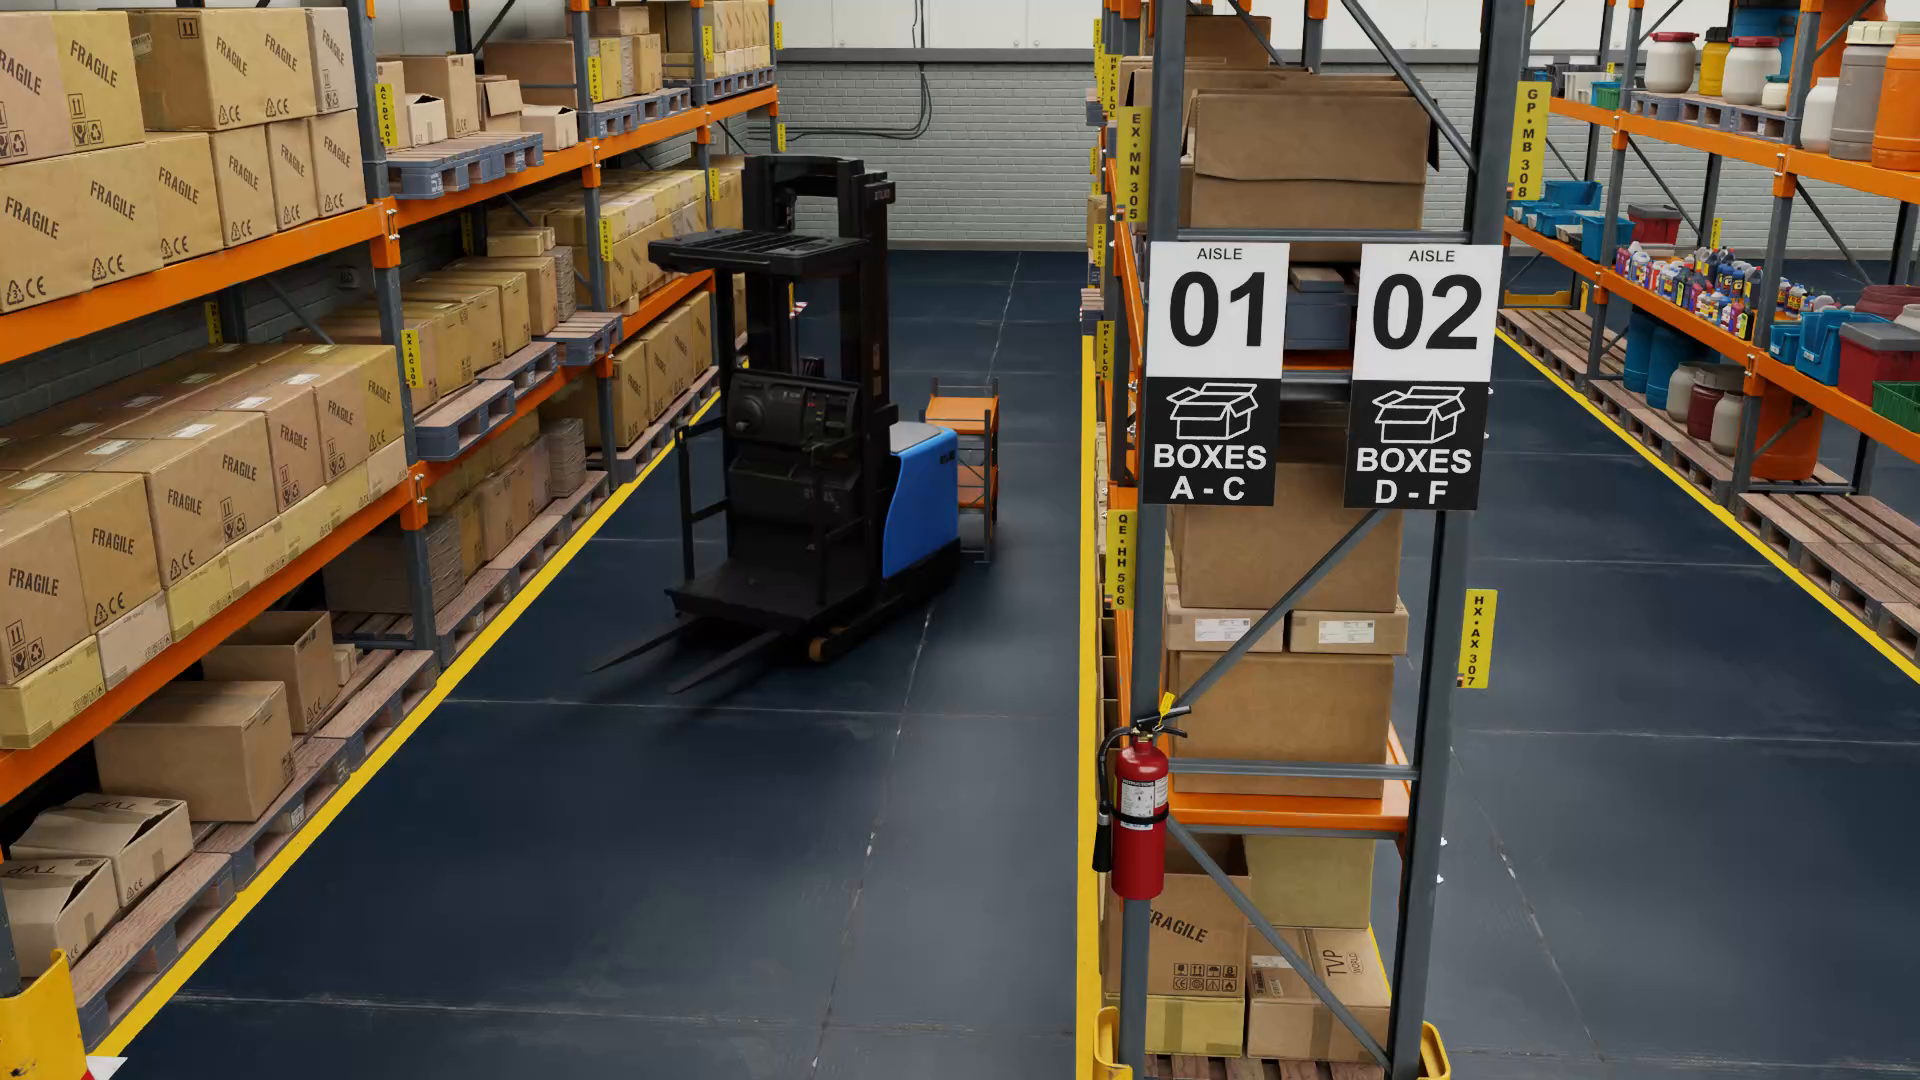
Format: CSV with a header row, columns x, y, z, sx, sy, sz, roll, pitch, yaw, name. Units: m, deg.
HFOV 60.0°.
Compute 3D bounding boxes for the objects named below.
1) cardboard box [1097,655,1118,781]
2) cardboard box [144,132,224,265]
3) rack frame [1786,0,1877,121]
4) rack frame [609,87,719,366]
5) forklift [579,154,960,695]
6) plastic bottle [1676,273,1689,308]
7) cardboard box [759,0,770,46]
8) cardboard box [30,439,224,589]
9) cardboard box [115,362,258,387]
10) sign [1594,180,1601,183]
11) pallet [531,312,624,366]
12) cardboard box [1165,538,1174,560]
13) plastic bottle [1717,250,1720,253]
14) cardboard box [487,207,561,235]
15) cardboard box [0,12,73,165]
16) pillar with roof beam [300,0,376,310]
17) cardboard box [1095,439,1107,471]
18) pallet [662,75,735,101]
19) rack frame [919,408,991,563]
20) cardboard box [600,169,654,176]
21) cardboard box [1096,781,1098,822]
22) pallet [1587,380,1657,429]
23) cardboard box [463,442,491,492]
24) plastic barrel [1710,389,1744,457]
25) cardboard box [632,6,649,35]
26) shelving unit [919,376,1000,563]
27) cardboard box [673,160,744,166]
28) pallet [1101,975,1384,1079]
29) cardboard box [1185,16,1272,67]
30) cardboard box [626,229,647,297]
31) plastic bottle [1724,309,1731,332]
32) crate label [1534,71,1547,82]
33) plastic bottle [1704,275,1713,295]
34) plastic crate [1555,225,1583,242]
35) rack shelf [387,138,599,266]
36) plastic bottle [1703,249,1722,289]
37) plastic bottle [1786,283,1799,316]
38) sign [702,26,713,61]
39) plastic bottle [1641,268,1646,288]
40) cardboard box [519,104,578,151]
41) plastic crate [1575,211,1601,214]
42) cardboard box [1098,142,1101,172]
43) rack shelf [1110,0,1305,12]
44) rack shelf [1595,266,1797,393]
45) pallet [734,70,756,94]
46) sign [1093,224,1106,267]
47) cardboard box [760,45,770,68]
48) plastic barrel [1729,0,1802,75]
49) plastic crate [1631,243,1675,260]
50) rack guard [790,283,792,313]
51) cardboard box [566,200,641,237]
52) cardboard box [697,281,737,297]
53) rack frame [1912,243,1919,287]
x,y,z,sx,sy,sz,roll,pitch,yaw,name
0.880,0.853,7.538,0.500,0.500,0.500,1,18,4,cardboard box
-3.499,-1.442,6.998,0.500,0.500,0.500,2,18,7,cardboard box
6.558,-4.482,11.649,1.000,3.000,0.127,1,18,4,rack frame
-3.037,-3.094,17.049,1.000,3.000,0.127,1,18,4,rack frame
-1.147,-0.800,10.157,1.130,2.935,3.031,10,20,27,forklift
6.266,-2.164,14.399,0.061,0.283,0.133,1,18,4,plastic bottle
-2.530,-6.061,19.487,0.500,0.500,0.500,1,18,4,cardboard box
-3.474,-0.117,6.968,0.500,0.500,0.500,1,18,2,cardboard box
-3.893,-0.602,8.449,0.500,0.500,0.500,1,18,4,cardboard box
7.681,-4.186,20.118,0.100,0.325,0.005,1,18,4,sign
-3.268,-1.537,12.605,1.213,0.211,1.003,1,18,4,pallet
0.917,0.103,6.090,0.380,0.149,0.250,1,18,3,cardboard box
7.168,-2.615,15.774,0.061,0.283,0.133,1,18,4,plastic bottle
-3.550,-2.553,13.524,0.500,0.250,0.500,2,18,5,cardboard box
-3.541,-1.594,5.854,0.500,0.500,0.500,1,18,3,cardboard box
0.014,-4.222,10.857,9.100,9.000,0.400,1,18,4,pillar with roof beam
1.258,-0.583,12.224,0.500,0.311,0.500,1,18,3,cardboard box
-2.968,-4.731,17.371,1.003,0.211,1.213,1,18,4,pallet
-0.036,-0.379,11.772,0.500,1.125,0.032,1,18,4,rack frame
-3.330,-3.512,16.449,0.500,0.250,0.500,2,18,6,cardboard box
0.883,1.210,7.655,0.500,0.250,0.500,1,18,4,cardboard box
6.748,-1.309,16.080,1.003,0.211,1.213,1,18,4,pallet
-3.512,-0.515,11.280,0.500,0.250,0.500,1,18,2,cardboard box
6.527,-0.978,13.911,0.421,0.512,0.421,0,18,0,plastic barrel
-3.231,-4.862,15.556,0.500,0.250,0.500,3,18,8,cardboard box
0.000,-0.537,12.254,0.538,1.125,1.048,1,18,4,shelving unit
-2.818,-4.094,19.619,0.980,0.700,0.700,1,18,3,cardboard box
1.057,1.829,6.503,1.003,0.211,1.213,1,18,4,pallet
1.414,-2.601,9.089,0.500,0.500,0.500,2,18,5,cardboard box
-2.987,-2.358,14.132,0.500,0.500,0.500,2,18,6,cardboard box
6.204,-1.779,13.353,0.097,0.201,0.097,0,18,0,plastic bottle
6.743,-5.191,18.869,0.408,0.251,0.502,1,18,4,crate label
6.400,-2.120,14.262,0.061,0.283,0.133,1,18,4,plastic bottle
6.670,-3.324,18.077,0.293,0.136,0.466,1,18,4,plastic crate
-3.467,-2.314,11.007,1.077,0.370,4.000,1,18,4,rack shelf
6.948,-2.503,15.323,0.144,0.351,0.185,1,18,4,plastic bottle
7.013,-2.019,13.975,0.097,0.271,0.097,0,18,0,plastic bottle
-2.495,-4.906,16.425,0.100,0.325,0.005,1,18,4,sign
6.356,-2.434,15.353,0.097,0.201,0.097,0,18,0,plastic bottle
-3.106,-3.015,12.101,0.500,0.311,0.500,1,18,4,cardboard box
7.254,-3.761,19.412,0.396,0.136,0.243,1,18,4,plastic crate
1.790,-4.142,18.481,0.500,0.500,0.500,1,18,3,cardboard box
1.474,-3.440,10.268,1.077,0.370,4.000,1,18,4,rack shelf
6.701,-1.910,14.591,1.077,0.370,4.000,1,18,4,rack shelf
-2.878,-5.109,18.524,1.003,0.211,1.213,1,18,4,pallet
1.076,-2.264,12.784,0.100,0.325,0.005,1,18,4,sign
-2.538,-5.705,19.604,0.500,0.250,0.500,2,18,6,cardboard box
6.875,-4.203,14.136,0.600,0.901,0.708,1,18,4,plastic barrel
7.021,-2.918,16.837,0.396,0.136,0.243,1,18,4,plastic crate
-2.748,-3.156,21.253,1.175,0.500,0.348,1,18,4,rack guard
-2.996,-2.709,13.998,0.500,0.250,0.500,1,18,3,cardboard box
-2.674,-2.747,18.286,0.380,0.149,0.250,2,18,6,cardboard box
12.072,-4.005,19.828,1.000,3.000,0.127,1,18,4,rack frame
